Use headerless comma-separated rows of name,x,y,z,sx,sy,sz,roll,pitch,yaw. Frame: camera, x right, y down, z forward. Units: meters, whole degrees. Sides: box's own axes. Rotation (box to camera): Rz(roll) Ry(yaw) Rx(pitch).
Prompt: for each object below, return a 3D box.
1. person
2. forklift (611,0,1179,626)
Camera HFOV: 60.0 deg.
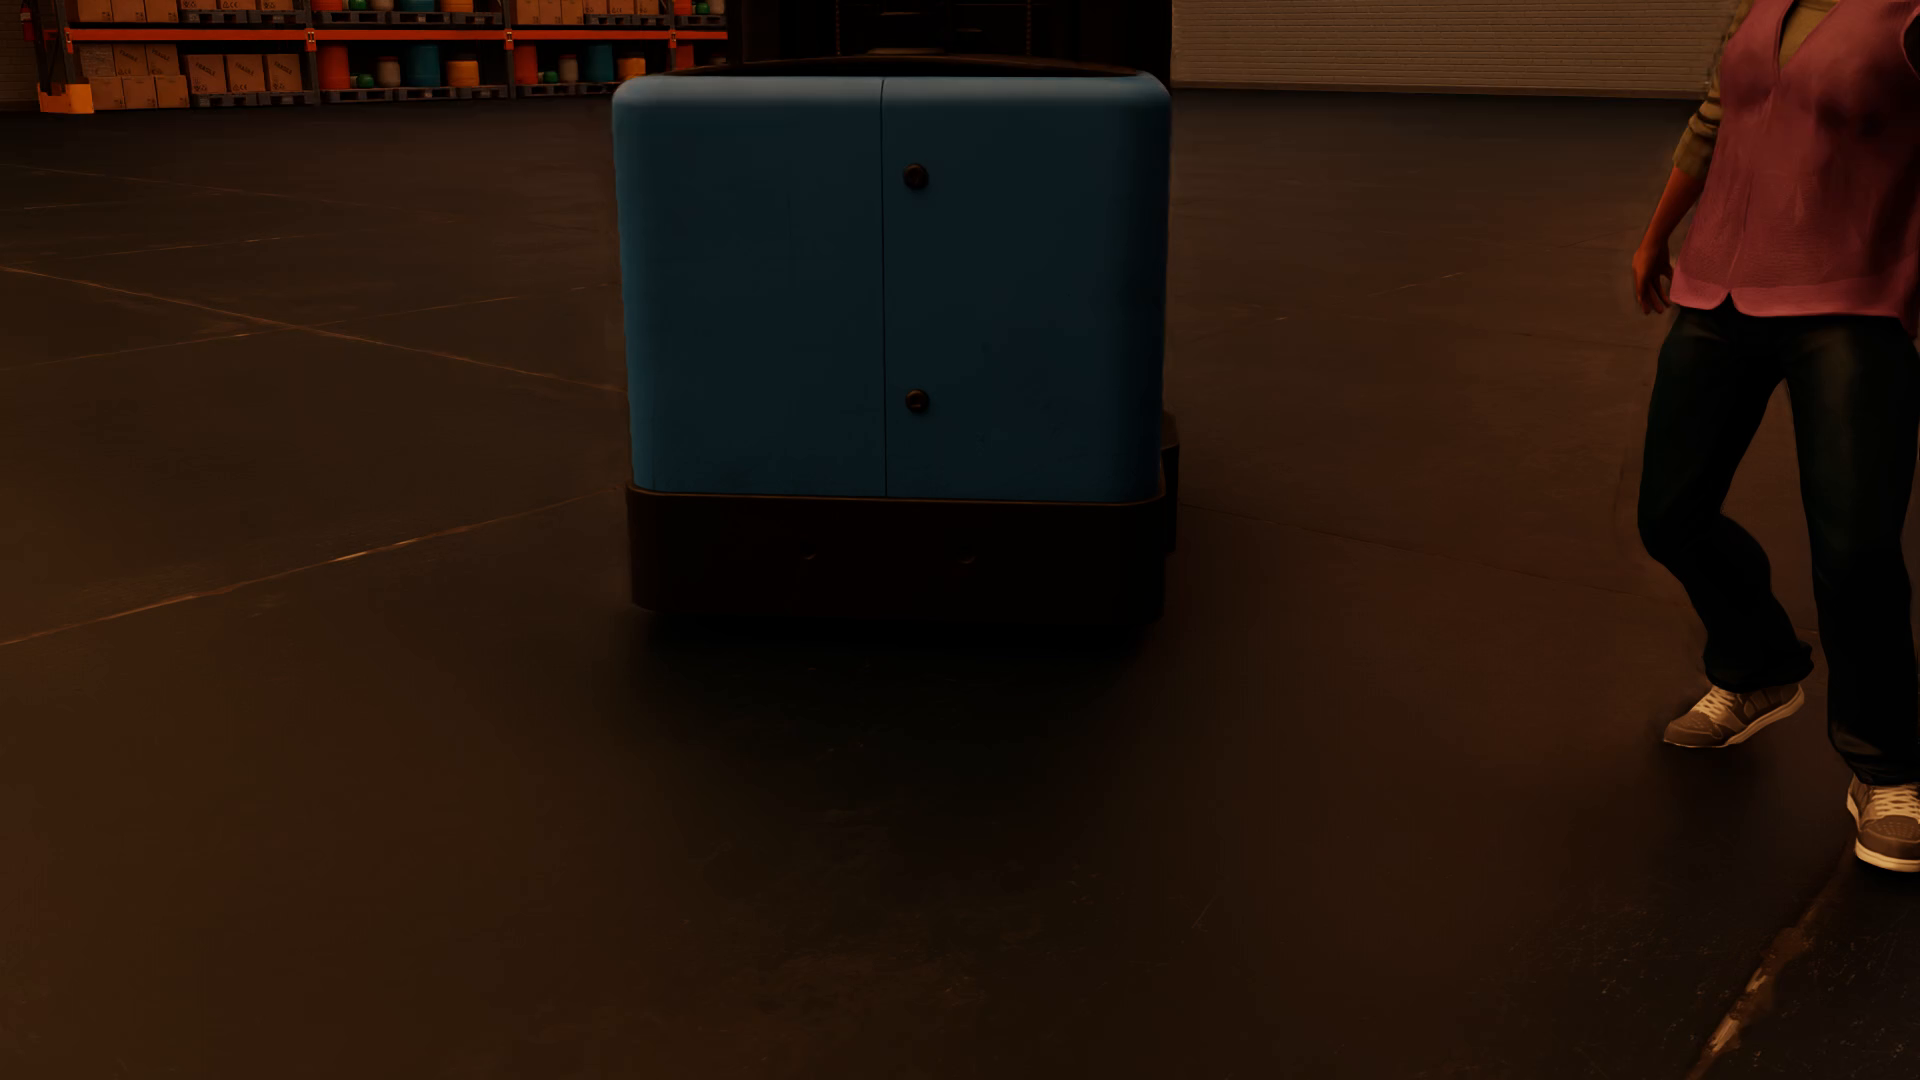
person,1.287,-0.334,2.494,0.438,1.534,0.733,-8,18,-24
forklift,-0.006,-1.618,4.226,1.130,2.935,3.031,1,17,5
